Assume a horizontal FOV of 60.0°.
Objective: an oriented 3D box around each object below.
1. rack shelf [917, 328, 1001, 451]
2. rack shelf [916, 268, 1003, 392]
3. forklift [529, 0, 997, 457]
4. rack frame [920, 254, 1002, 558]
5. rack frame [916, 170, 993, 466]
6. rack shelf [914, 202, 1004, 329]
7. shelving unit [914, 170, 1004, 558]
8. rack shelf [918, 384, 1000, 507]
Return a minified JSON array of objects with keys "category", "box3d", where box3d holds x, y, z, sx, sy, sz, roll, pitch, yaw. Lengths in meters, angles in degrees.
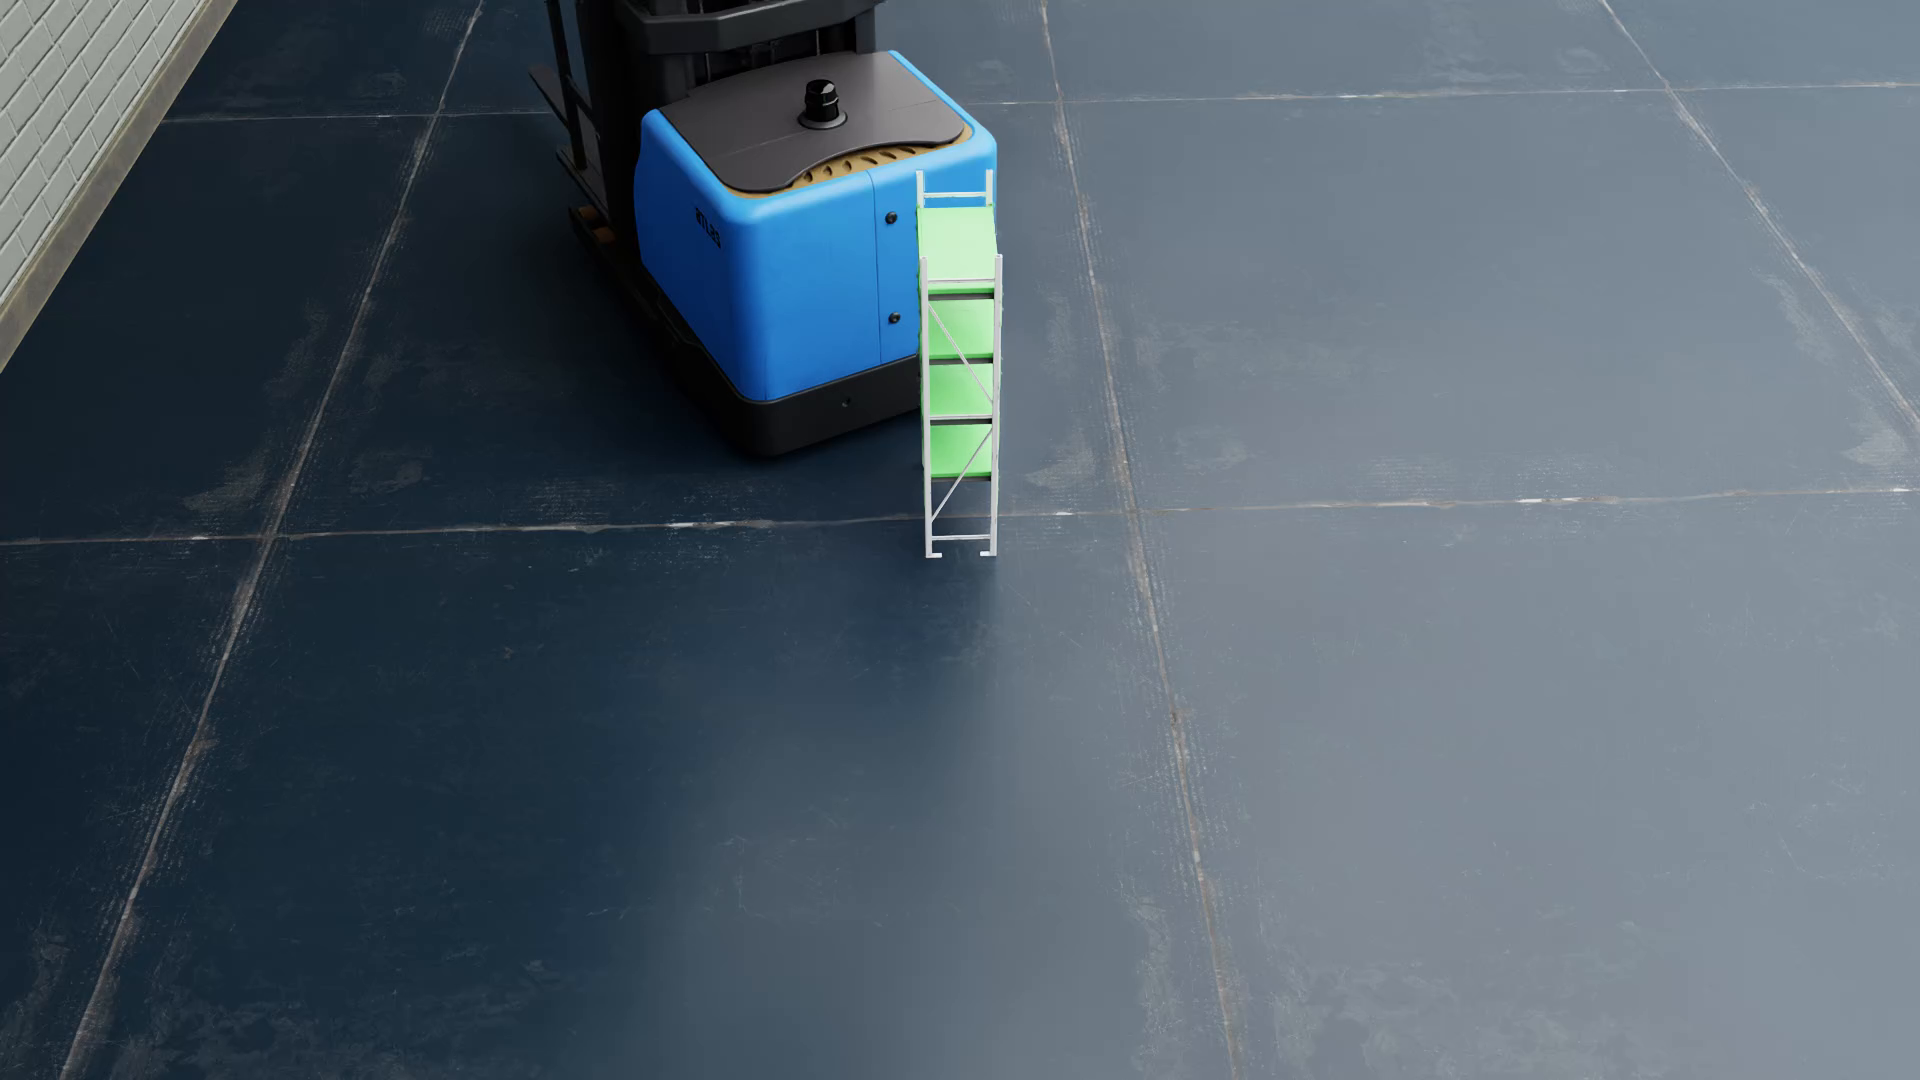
[{"category":"rack shelf","box3d":[-0.007,-0.507,5.510,0.258,0.148,0.480,-2,43,-2]},{"category":"rack shelf","box3d":[-0.007,-0.684,5.347,0.258,0.148,0.480,-2,43,-2]},{"category":"forklift","box3d":[-1.011,-2.367,6.163,1.130,2.935,3.031,-21,46,-21]},{"category":"rack frame","box3d":[0.003,-0.389,5.287,0.240,1.200,0.015,-2,43,-2]},{"category":"rack frame","box3d":[-0.017,-0.719,5.646,0.240,1.200,0.015,-2,43,-2]},{"category":"rack shelf","box3d":[-0.007,-0.861,5.185,0.258,0.148,0.480,-2,43,-2]},{"category":"shelving unit","box3d":[-0.007,-0.554,5.466,0.258,1.200,0.503,-2,43,-2]},{"category":"rack shelf","box3d":[-0.007,-0.330,5.672,0.258,0.148,0.480,-2,43,-2]}]
